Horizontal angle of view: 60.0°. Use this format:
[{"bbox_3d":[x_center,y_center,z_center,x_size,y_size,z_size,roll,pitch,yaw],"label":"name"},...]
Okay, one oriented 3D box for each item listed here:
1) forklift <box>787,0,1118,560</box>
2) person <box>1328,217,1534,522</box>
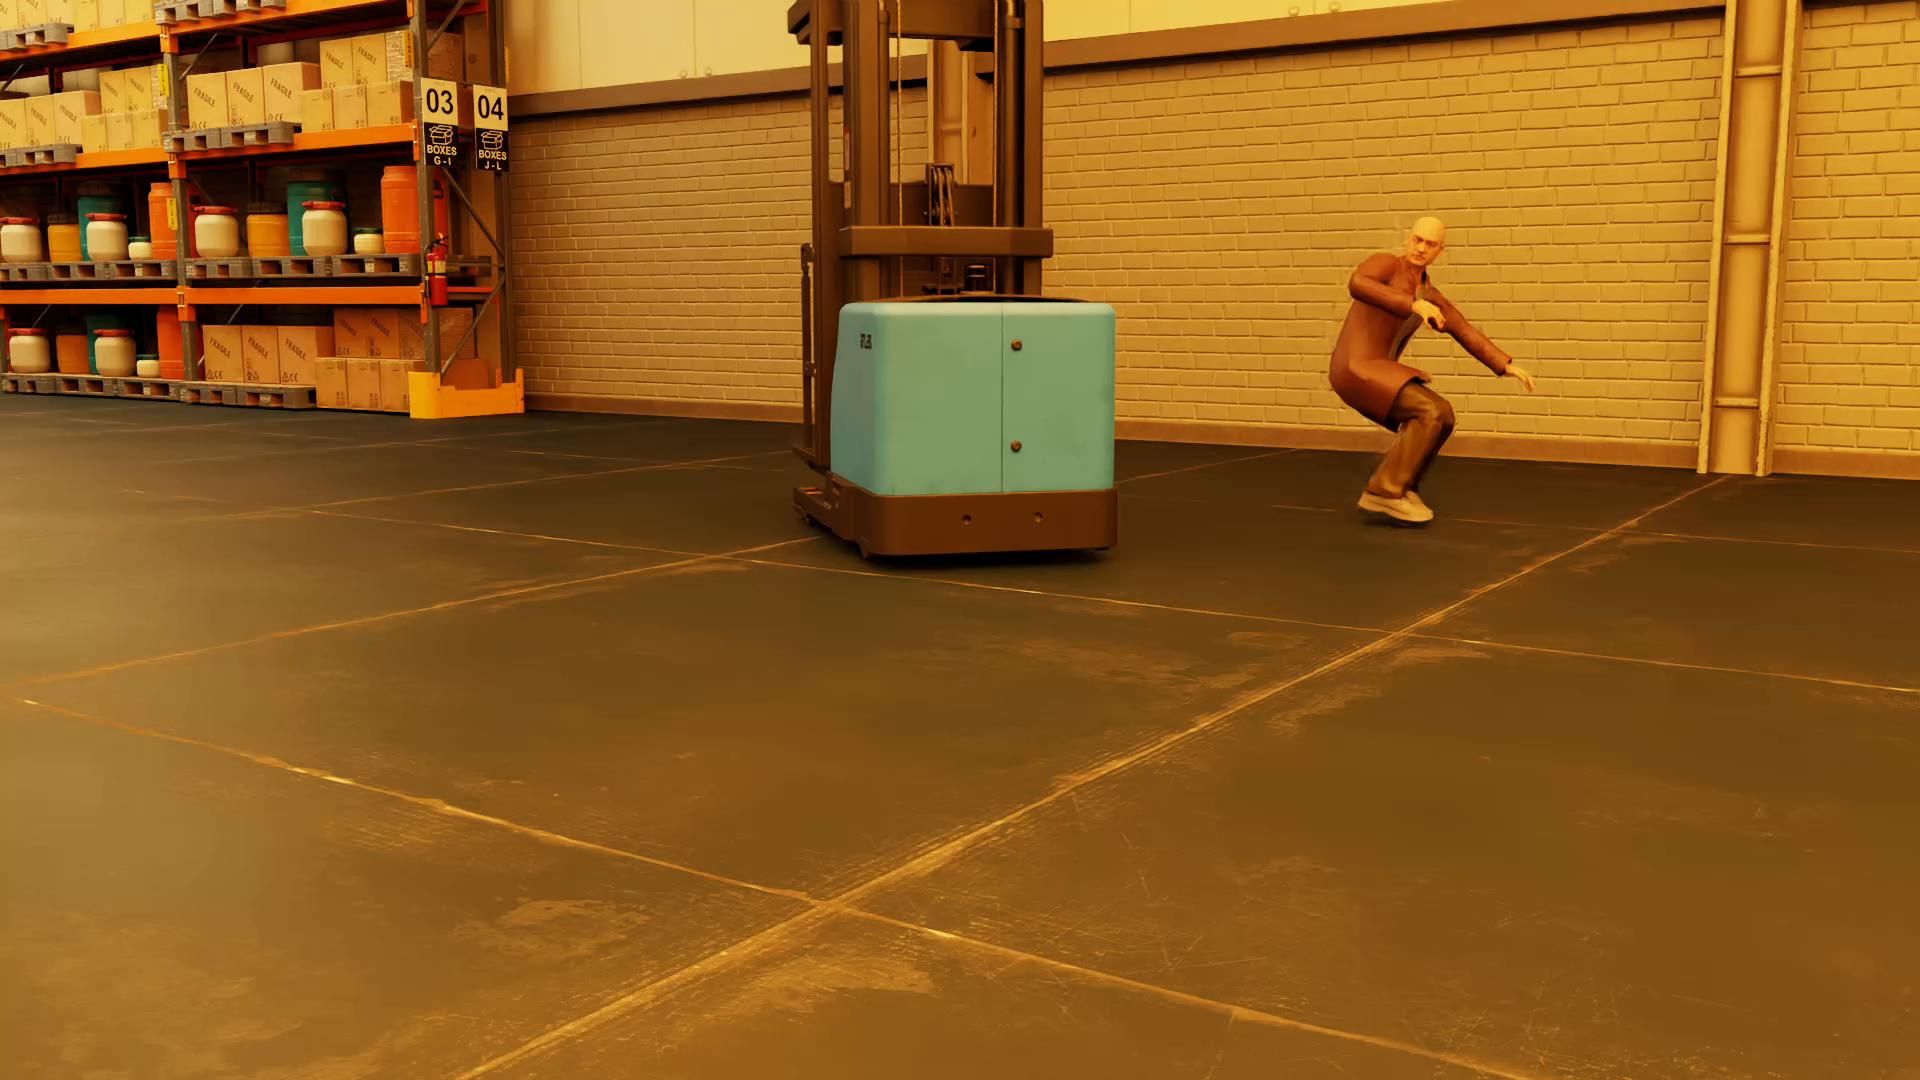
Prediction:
[{"bbox_3d":[-0.212,-1.538,8.012,1.130,2.935,3.031,-2,8,-15],"label":"forklift"},{"bbox_3d":[2.281,-0.814,8.181,0.912,1.534,0.847,5,9,31],"label":"person"}]
